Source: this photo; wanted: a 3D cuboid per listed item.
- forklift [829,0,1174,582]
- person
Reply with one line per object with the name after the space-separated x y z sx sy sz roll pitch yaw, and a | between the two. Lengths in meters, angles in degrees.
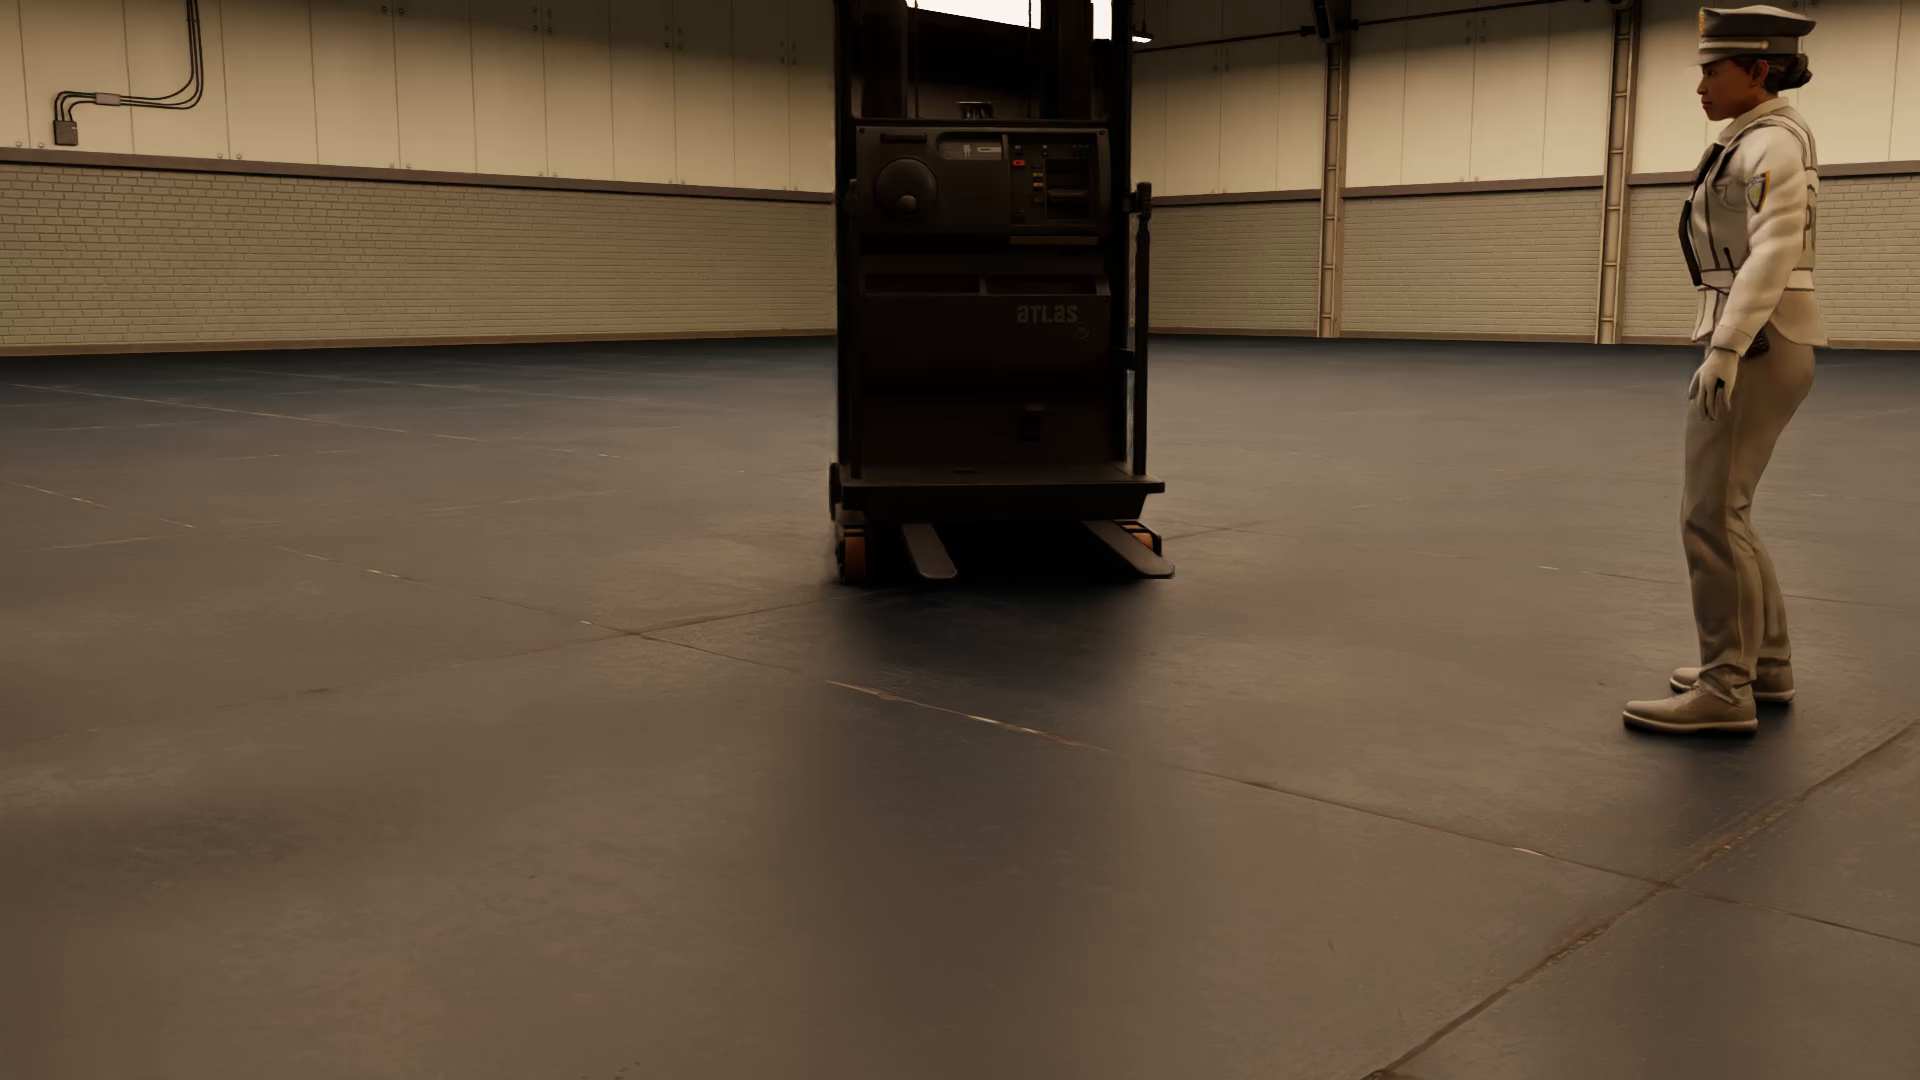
0.108 -1.353 5.859 1.130 2.935 3.031 -1 9 -5 | forklift
1.831 -0.411 3.930 0.384 1.647 0.680 4 9 23 | person
